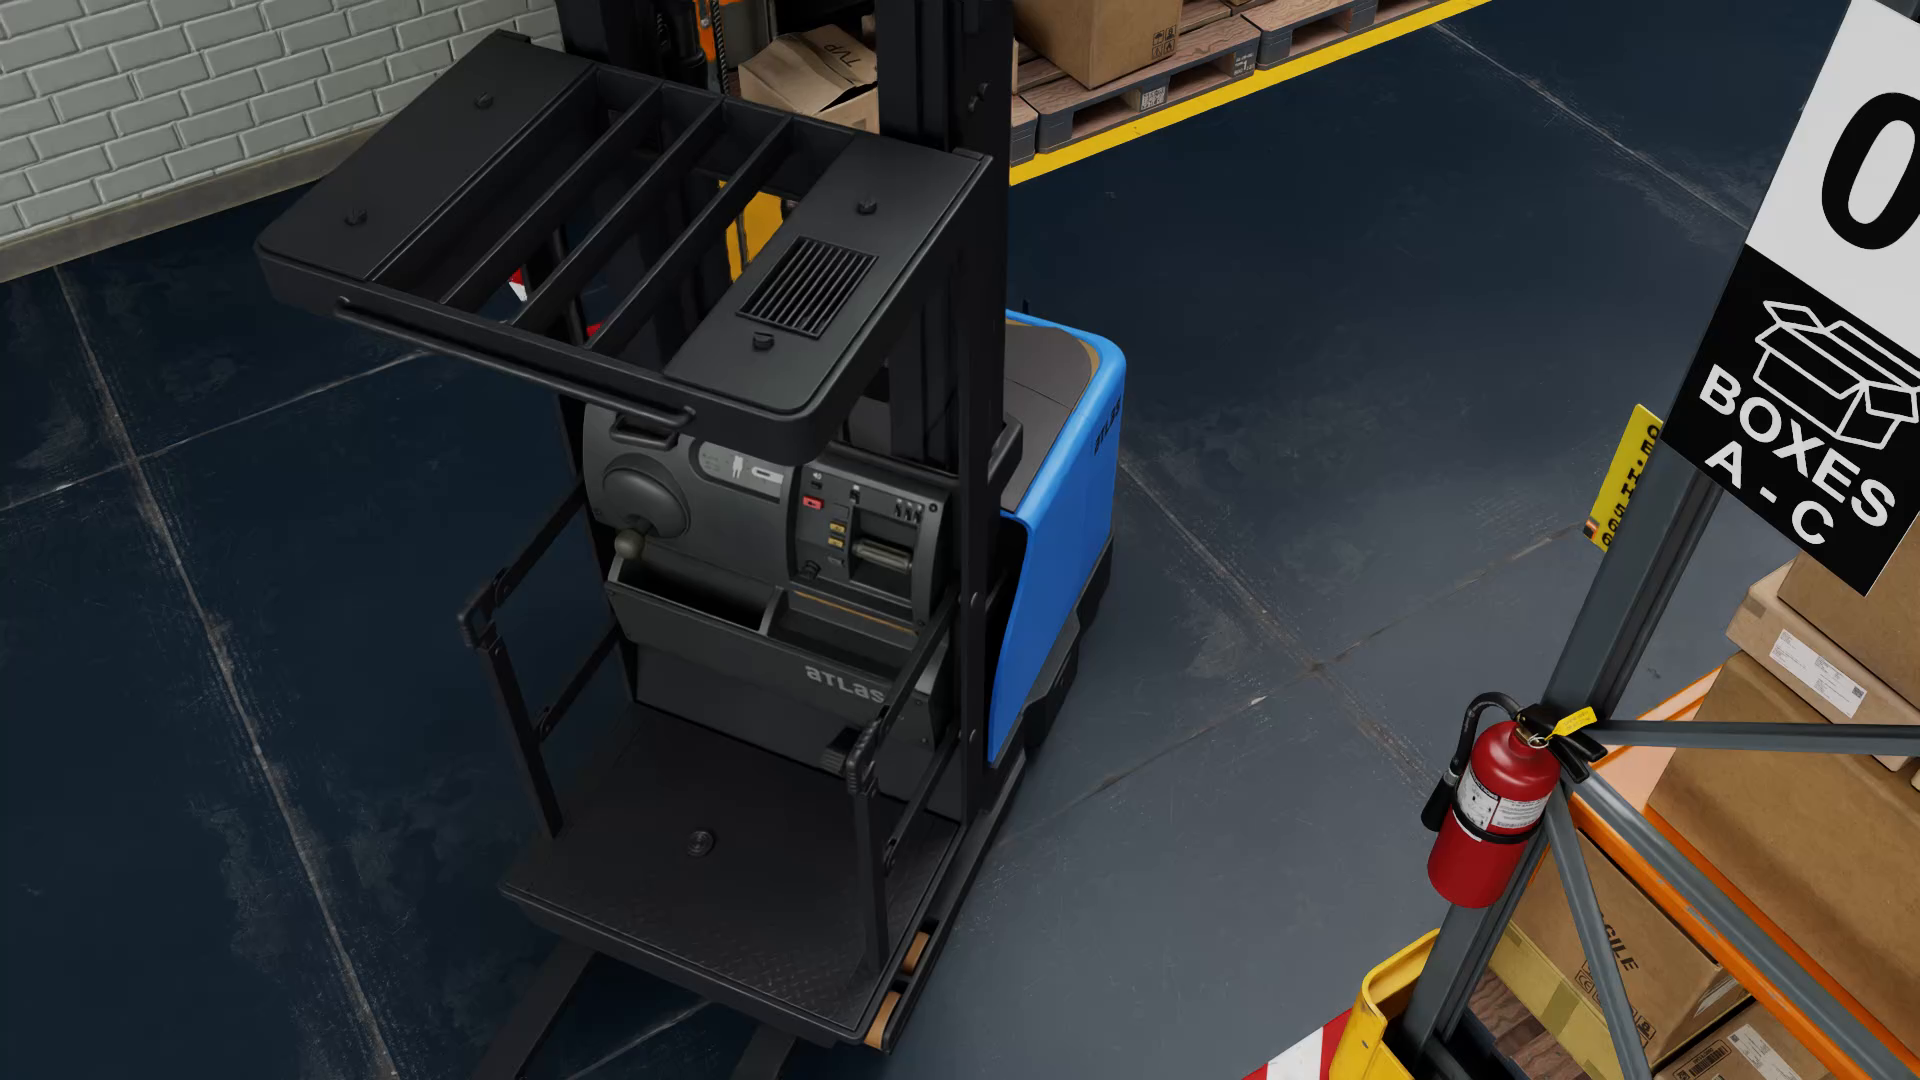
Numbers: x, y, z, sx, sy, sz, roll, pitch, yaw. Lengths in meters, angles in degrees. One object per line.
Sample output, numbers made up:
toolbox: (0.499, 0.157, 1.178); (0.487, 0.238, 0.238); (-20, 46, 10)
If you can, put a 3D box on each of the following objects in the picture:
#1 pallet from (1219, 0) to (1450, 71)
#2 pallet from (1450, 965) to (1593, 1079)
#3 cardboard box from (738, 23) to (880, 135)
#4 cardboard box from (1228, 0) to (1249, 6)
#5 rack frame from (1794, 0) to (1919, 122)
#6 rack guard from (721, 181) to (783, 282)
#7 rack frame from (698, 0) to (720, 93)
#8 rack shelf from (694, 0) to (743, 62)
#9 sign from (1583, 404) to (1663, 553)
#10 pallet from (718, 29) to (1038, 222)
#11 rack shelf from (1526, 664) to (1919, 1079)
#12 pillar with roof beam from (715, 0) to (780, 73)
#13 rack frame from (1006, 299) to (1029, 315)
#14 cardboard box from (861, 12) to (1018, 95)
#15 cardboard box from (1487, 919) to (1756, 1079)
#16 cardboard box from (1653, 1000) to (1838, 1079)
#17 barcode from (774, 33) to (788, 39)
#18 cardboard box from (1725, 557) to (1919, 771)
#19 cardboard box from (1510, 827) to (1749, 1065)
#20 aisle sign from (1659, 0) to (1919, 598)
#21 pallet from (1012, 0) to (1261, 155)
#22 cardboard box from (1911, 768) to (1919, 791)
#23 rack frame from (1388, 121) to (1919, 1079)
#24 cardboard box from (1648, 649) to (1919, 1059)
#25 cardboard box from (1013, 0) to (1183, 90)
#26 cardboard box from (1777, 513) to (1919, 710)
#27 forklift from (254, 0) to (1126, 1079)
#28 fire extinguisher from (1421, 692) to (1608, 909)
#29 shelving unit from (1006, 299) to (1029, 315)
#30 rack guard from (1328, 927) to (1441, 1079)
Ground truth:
pallet: (1.630, -2.782, 8.086); (1.213, 0.211, 1.003); (-25, 53, -21)
pallet: (2.067, 1.318, 4.435); (1.213, 0.211, 1.003); (-25, 53, -21)
cardboard box: (-0.571, -1.876, 6.918); (0.500, 0.311, 0.500); (-31, 55, -25)
cardboard box: (1.323, -2.875, 7.681); (0.500, 0.500, 0.500); (-29, 54, -23)
rack frame: (1.443, -1.273, 0.858); (0.127, 3.000, 1.000); (-25, 53, -21)
rack guard: (-1.139, -1.604, 6.844); (0.348, 0.500, 1.175); (-25, 53, -21)
rack frame: (-1.204, -2.405, 5.883); (0.127, 3.000, 1.000); (-25, 53, -21)
rack shelf: (0.488, -2.963, 6.862); (4.000, 0.370, 1.077); (-25, 53, -21)
sign: (1.165, -0.090, 2.888); (0.005, 0.325, 0.100); (-25, 53, -21)
pallet: (-0.433, -1.810, 7.220); (1.213, 0.211, 1.003); (-25, 53, -21)
rack shelf: (3.134, 0.164, 4.077); (4.000, 0.370, 1.077); (-25, 53, -21)
pillar with roof beam: (1.224, -2.507, 1.957); (0.400, 9.000, 9.100); (-25, 53, -21)
rack frame: (0.110, -0.492, 5.585); (0.240, 0.900, 0.006); (22, 52, 18)
cardboard box: (-0.088, -2.103, 7.120); (0.500, 0.311, 0.500); (-21, 52, -18)
cardboard box: (1.739, 1.096, 4.325); (0.500, 0.250, 0.500); (-25, 53, -21)
cardboard box: (2.015, 1.424, 4.034); (0.500, 0.250, 0.500); (-25, 53, -21)
barcode: (-0.769, -2.139, 7.146); (0.075, 0.075, 0.001); (-25, 53, -21)
cardboard box: (1.664, 0.200, 3.062); (0.250, 0.149, 0.380); (-26, 53, -21)
cardboard box: (1.737, 0.846, 4.046); (0.500, 0.500, 0.500); (-25, 53, -21)
aisle sign: (1.230, -0.302, 2.269); (0.004, 0.787, 0.394); (-25, 53, -21)
pallet: (0.597, -2.293, 7.650); (1.213, 0.211, 1.003); (-25, 53, -21)
cardboard box: (1.889, 0.453, 2.837); (0.250, 0.149, 0.380); (-26, 53, -21)
rack frame: (1.443, 0.722, 3.098); (0.127, 3.000, 1.000); (-25, 53, -21)
cardboard box: (1.844, 0.511, 3.220); (0.500, 0.500, 0.700); (-25, 53, -21)
cardboard box: (0.559, -2.427, 7.282); (0.500, 0.500, 0.700); (-28, 54, -23)
cardboard box: (1.889, 0.058, 2.754); (0.500, 0.500, 0.700); (-25, 53, -21)
forklift: (-0.556, 0.029, 3.762); (1.130, 2.935, 3.031); (18, 51, 15)
fire extinguisher: (1.095, 0.501, 3.347); (0.183, 0.674, 0.296); (-25, 53, -21)
shelving unit: (0.062, -0.425, 5.526); (0.258, 0.900, 0.210); (22, 52, 18)
rack guard: (1.422, 1.563, 4.023); (0.348, 0.500, 1.175); (-25, 53, -21)
